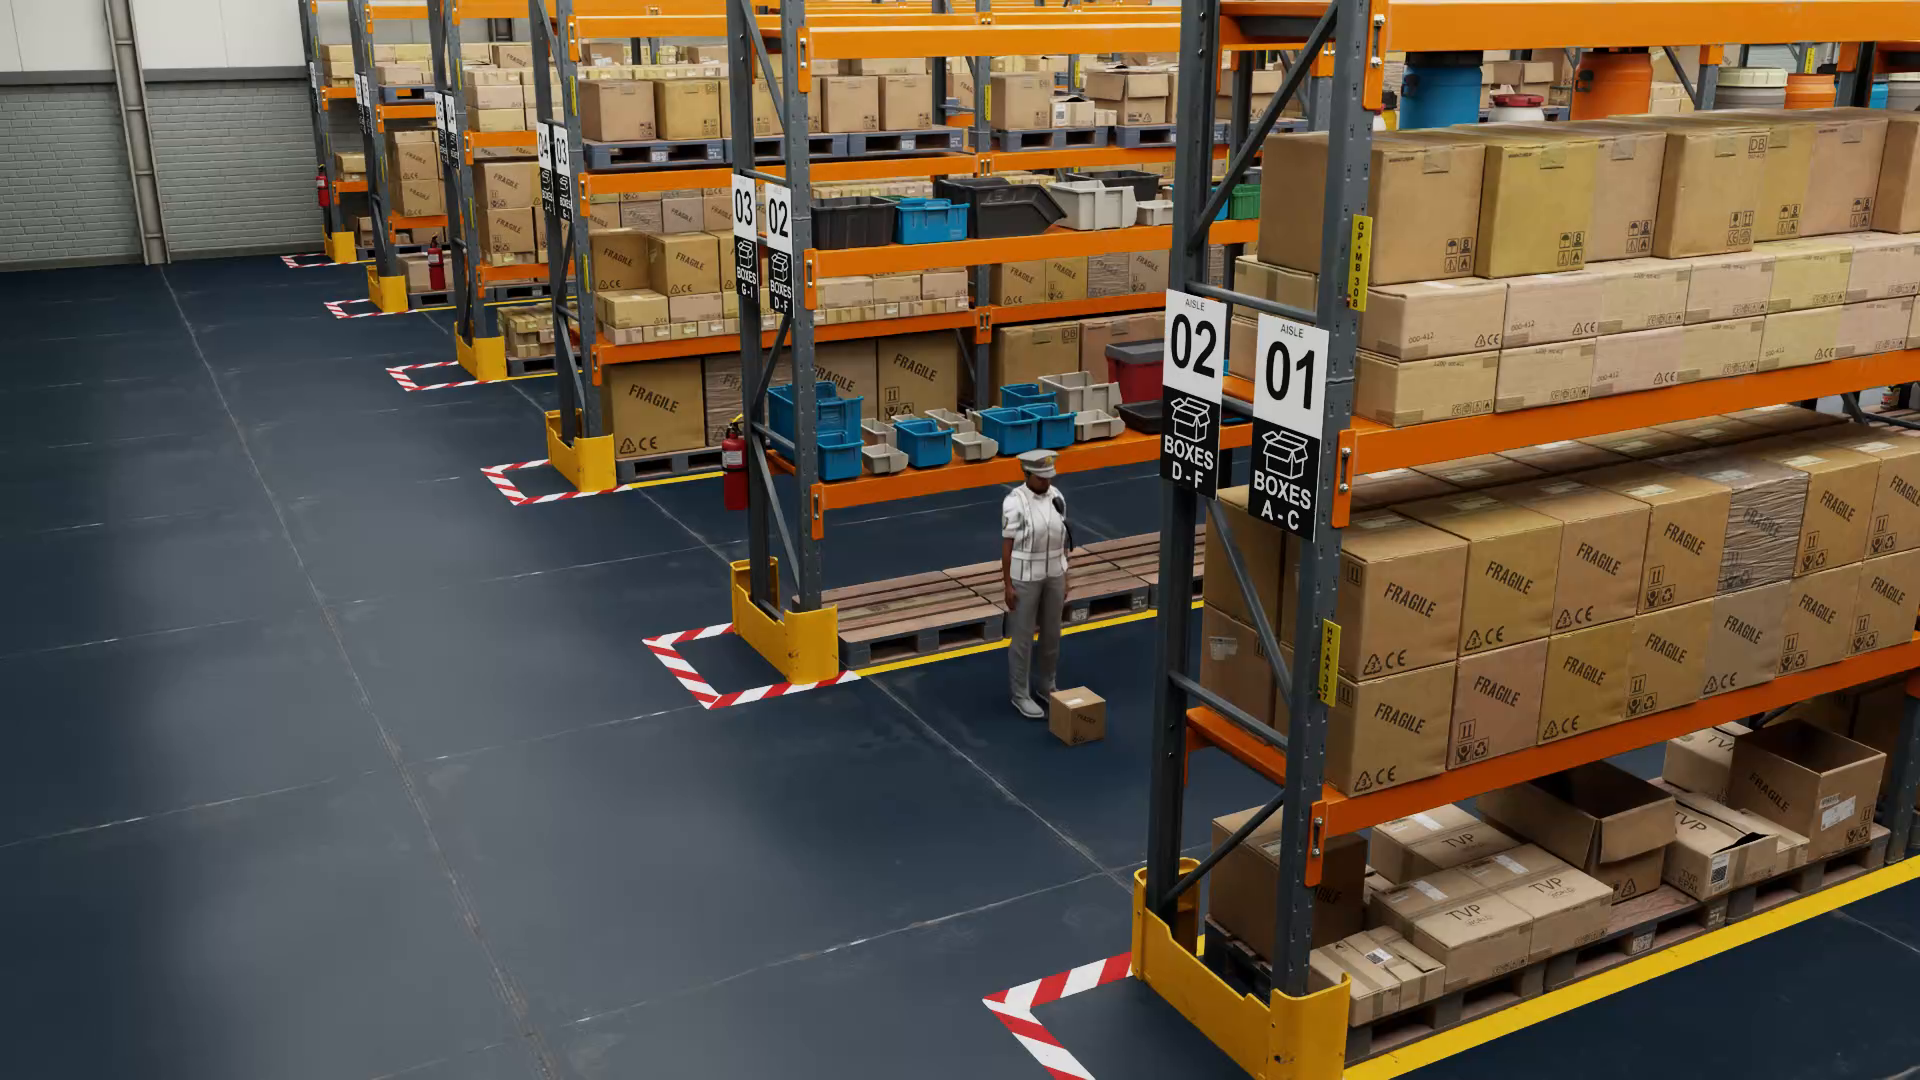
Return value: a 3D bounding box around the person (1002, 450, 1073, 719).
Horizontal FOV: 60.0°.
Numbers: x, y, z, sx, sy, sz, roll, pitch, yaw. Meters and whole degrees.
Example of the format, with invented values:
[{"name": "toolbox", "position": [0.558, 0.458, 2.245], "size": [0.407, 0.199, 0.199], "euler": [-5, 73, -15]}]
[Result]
[{"name": "person", "position": [0.494, 0.263, 10.325], "size": [0.463, 1.677, 0.397], "euler": [-9, 21, -26]}]
